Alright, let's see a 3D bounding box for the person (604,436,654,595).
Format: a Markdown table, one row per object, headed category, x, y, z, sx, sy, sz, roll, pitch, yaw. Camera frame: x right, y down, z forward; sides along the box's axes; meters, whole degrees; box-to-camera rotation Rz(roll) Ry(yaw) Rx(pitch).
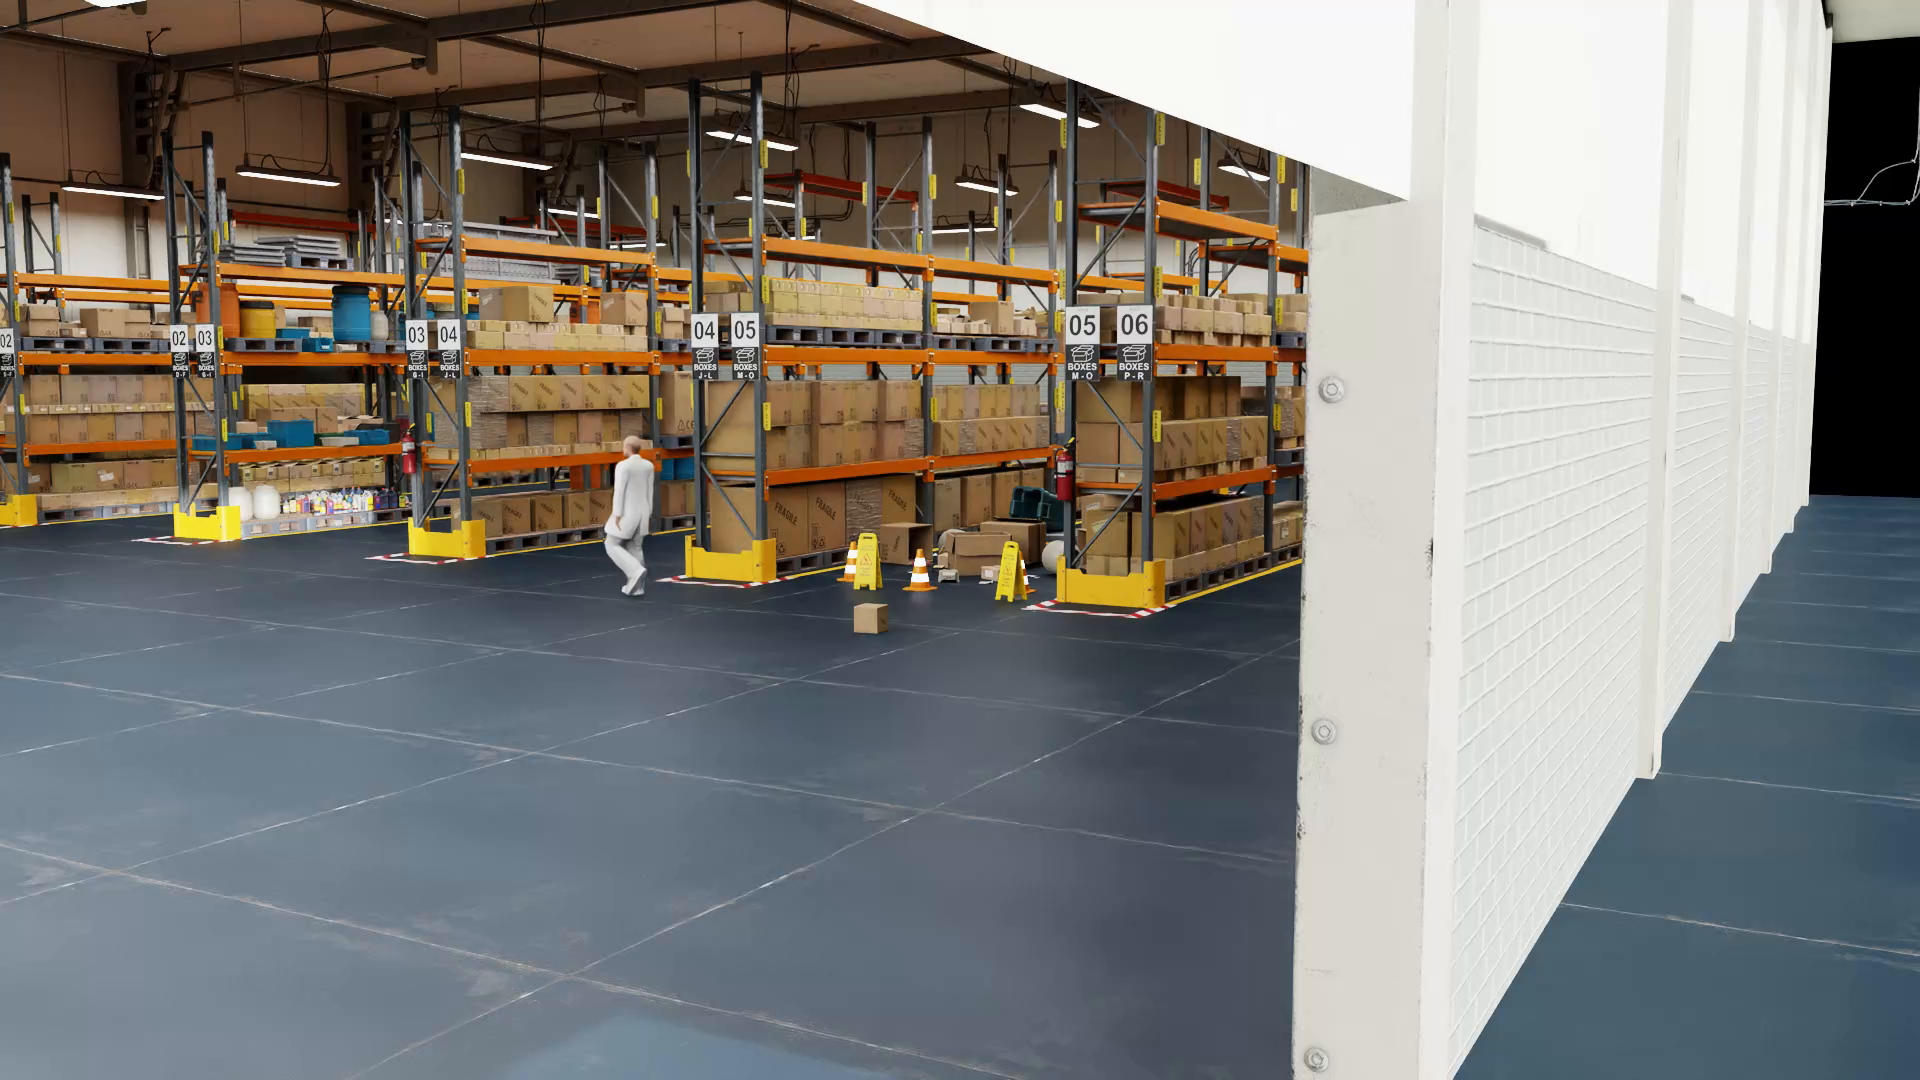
| category | x | y | z | sx | sy | sz | roll | pitch | yaw |
| --- | --- | --- | --- | --- | --- | --- | --- | --- | --- |
| person | -3.623 | -0.271 | 18.454 | 0.566 | 1.770 | 0.592 | 4 | 7 | 35 |
